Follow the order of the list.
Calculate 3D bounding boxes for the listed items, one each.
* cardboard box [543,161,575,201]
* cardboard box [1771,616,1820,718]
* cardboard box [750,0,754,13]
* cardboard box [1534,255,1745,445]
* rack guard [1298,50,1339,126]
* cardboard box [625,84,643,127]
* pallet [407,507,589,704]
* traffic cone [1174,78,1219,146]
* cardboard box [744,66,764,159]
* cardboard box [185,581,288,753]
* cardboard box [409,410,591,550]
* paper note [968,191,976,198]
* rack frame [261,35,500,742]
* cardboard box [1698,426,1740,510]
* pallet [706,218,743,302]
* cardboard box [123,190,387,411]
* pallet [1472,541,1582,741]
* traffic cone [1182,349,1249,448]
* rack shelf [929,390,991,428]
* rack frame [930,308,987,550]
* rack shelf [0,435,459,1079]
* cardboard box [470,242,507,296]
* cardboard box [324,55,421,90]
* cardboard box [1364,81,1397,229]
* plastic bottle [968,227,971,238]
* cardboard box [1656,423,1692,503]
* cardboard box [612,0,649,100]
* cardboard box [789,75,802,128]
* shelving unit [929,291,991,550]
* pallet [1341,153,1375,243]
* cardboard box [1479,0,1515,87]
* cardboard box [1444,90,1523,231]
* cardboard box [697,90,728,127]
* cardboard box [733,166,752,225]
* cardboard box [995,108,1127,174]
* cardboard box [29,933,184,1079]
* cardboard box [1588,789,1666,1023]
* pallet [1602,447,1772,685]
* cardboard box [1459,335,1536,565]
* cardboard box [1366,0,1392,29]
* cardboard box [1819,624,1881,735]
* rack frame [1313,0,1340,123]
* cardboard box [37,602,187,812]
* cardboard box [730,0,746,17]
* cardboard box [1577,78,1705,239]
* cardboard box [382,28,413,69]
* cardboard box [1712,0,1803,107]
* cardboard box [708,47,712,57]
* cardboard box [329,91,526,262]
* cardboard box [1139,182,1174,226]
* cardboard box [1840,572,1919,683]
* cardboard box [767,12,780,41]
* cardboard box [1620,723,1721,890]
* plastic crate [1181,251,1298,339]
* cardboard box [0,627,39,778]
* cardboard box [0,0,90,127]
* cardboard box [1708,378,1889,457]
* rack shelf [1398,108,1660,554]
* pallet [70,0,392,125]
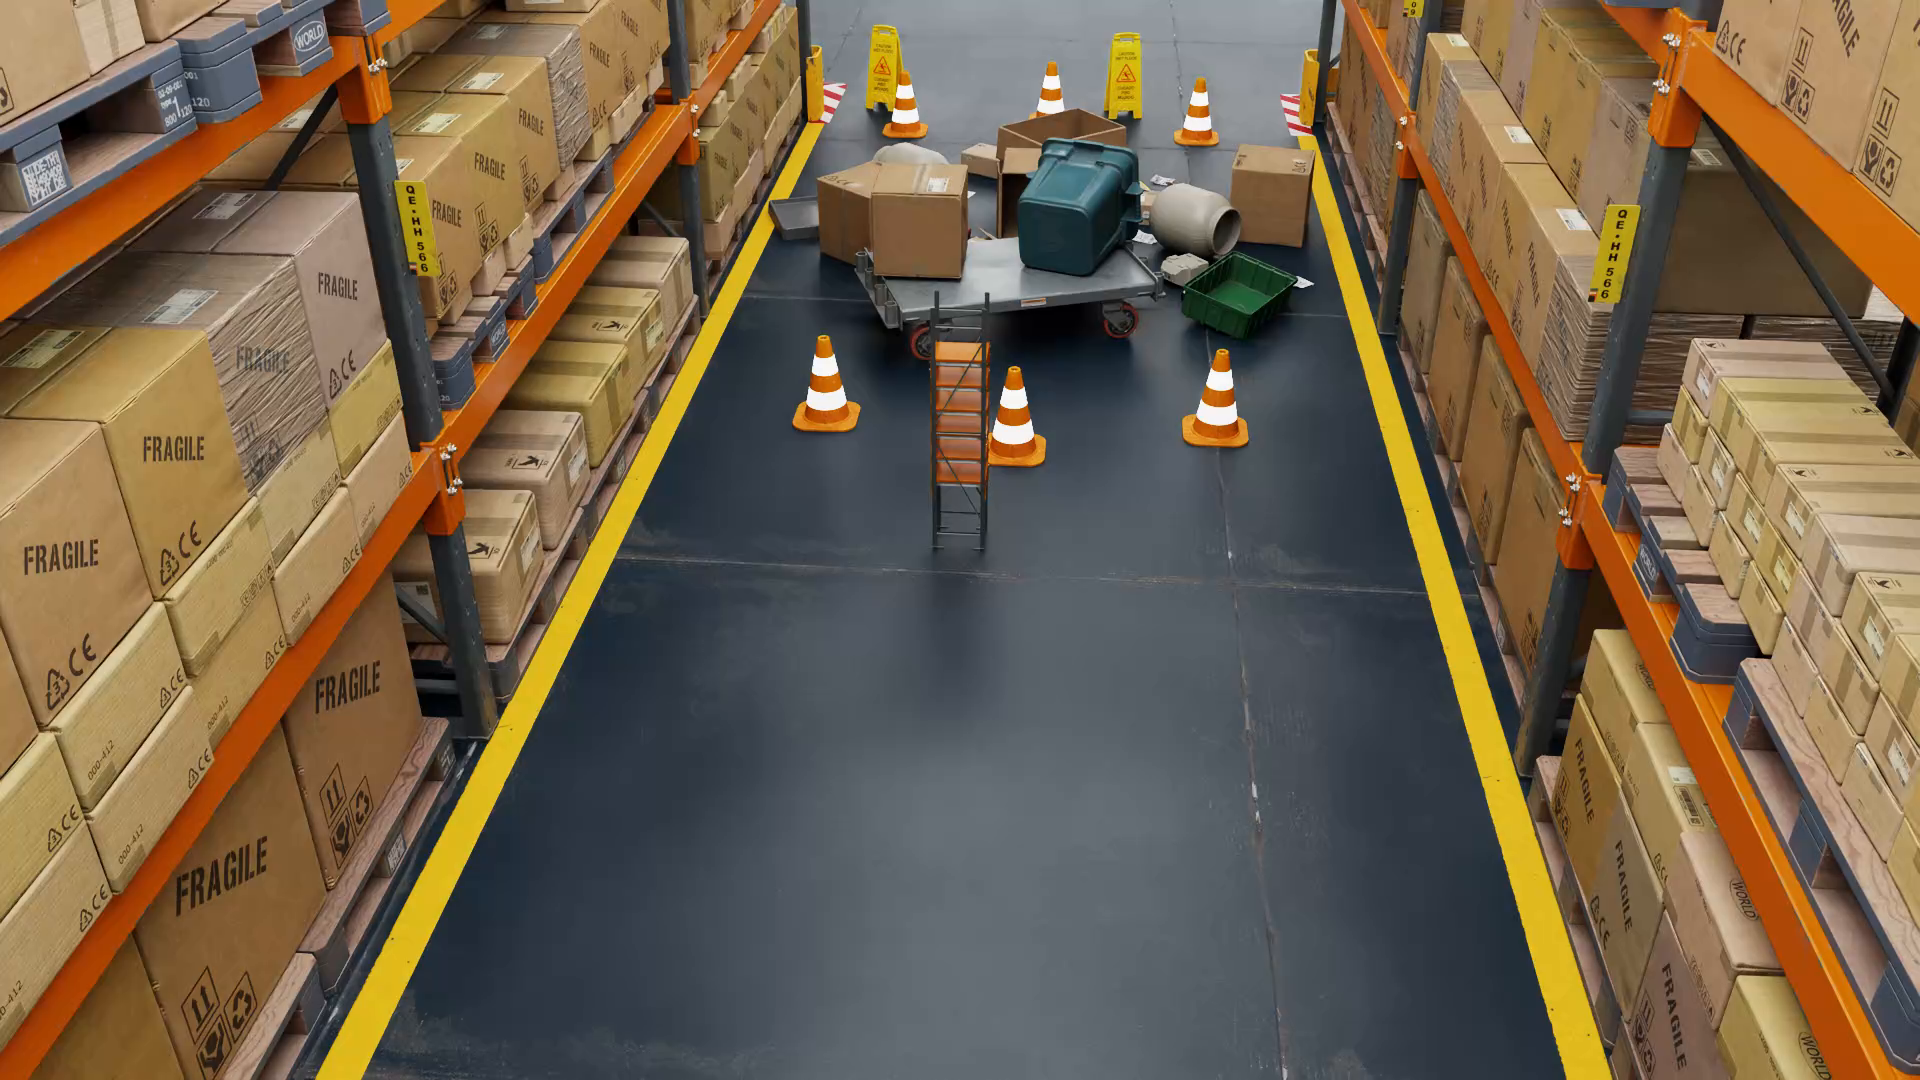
[{"bbox_3d":[-1.934,-1.621,7.361,0.380,0.149,0.250,3,32,6],"label":"cardboard box"},{"bbox_3d":[2.296,0.330,4.195,0.380,0.149,0.250,3,32,6],"label":"cardboard box"},{"bbox_3d":[-1.548,-3.481,10.779,0.380,0.149,0.250,2,32,4],"label":"cardboard box"},{"bbox_3d":[2.386,-0.675,5.891,0.500,0.500,0.500,2,32,4],"label":"cardboard box"},{"bbox_3d":[3.270,-3.517,12.981,1.175,0.500,0.348,2,32,4],"label":"rack guard"},{"bbox_3d":[-1.791,-2.153,8.224,0.380,0.149,0.250,2,32,3],"label":"cardboard box"},{"bbox_3d":[-2.260,0.234,7.169,1.003,0.211,1.213,2,32,4],"label":"pallet"},{"bbox_3d":[1.809,-3.272,12.618,0.336,0.463,0.334,2,32,4],"label":"traffic cone"},{"bbox_3d":[-1.607,-2.812,10.959,0.500,0.500,0.500,4,32,7],"label":"cardboard box"},{"bbox_3d":[-2.191,0.326,4.506,0.500,0.250,0.500,2,32,3],"label":"cardboard box"},{"bbox_3d":[-2.217,-0.285,7.459,0.950,0.372,0.625,2,32,3],"label":"cardboard box"},{"bbox_3d":[0.014,-2.441,11.694,0.148,0.019,0.142,14,34,21],"label":"paper note"},{"bbox_3d":[-2.325,-0.544,5.774,1.000,3.000,0.127,2,32,4],"label":"rack frame"},{"bbox_3d":[2.357,-0.198,4.768,0.380,0.149,0.250,4,32,6],"label":"cardboard box"},{"bbox_3d":[-1.980,-1.801,10.472,1.003,0.211,1.213,2,32,4],"label":"pallet"},{"bbox_3d":[-2.107,-0.731,5.029,0.500,0.500,0.500,2,32,3],"label":"cardboard box"},{"bbox_3d":[2.756,0.392,6.912,1.003,0.211,1.213,2,32,4],"label":"pallet"},{"bbox_3d":[1.328,-0.760,8.543,0.336,0.463,0.334,2,32,4],"label":"traffic cone"},{"bbox_3d":[0.001,-0.583,7.408,0.258,0.103,0.180,2,32,4],"label":"rack shelf"},{"bbox_3d":[-0.006,-0.471,7.370,0.240,1.200,0.006,2,32,4],"label":"rack frame"},{"bbox_3d":[-2.488,0.808,4.266,1.077,0.370,4.000,2,32,4],"label":"rack shelf"},{"bbox_3d":[-1.989,-1.066,6.459,0.380,0.149,0.250,0,32,1],"label":"cardboard box"},{"bbox_3d":[-2.494,-1.677,6.832,0.500,0.500,0.500,0,32,1],"label":"cardboard box"},{"bbox_3d":[3.133,-2.549,10.652,0.875,0.875,0.875,3,32,4],"label":"cardboard box"},{"bbox_3d":[-0.025,-1.980,10.904,0.133,0.061,0.283,8,32,12],"label":"plastic bottle"},{"bbox_3d":[2.379,-0.232,5.107,0.380,0.149,0.250,2,32,3],"label":"cardboard box"},{"bbox_3d":[-1.847,-2.473,8.125,0.500,0.500,0.500,3,32,4],"label":"cardboard box"},{"bbox_3d":[-1.473,-3.289,12.448,0.500,0.250,0.500,2,32,4],"label":"cardboard box"},{"bbox_3d":[0.001,-0.518,7.447,0.258,1.200,0.189,2,32,4],"label":"shelving unit"},{"bbox_3d":[3.179,-2.324,11.320,1.003,0.211,1.213,2,32,4],"label":"pallet"},{"bbox_3d":[2.868,-2.417,7.764,0.700,0.500,0.500,2,32,3],"label":"cardboard box"},{"bbox_3d":[2.548,-1.731,7.604,0.500,0.500,0.500,2,32,4],"label":"cardboard box"},{"bbox_3d":[-1.612,-2.599,9.996,0.380,0.149,0.250,3,32,5],"label":"cardboard box"},{"bbox_3d":[-1.650,-2.221,10.715,0.500,0.250,0.500,4,32,7],"label":"cardboard box"},{"bbox_3d":[0.706,-2.638,11.551,0.797,0.503,0.637,-20,37,-29],"label":"cardboard box"},{"bbox_3d":[-2.614,1.473,4.126,0.875,0.875,0.875,3,32,5],"label":"cardboard box"},{"bbox_3d":[2.267,1.122,5.053,0.500,0.500,0.500,3,32,5],"label":"cardboard box"},{"bbox_3d":[2.665,0.073,4.955,1.213,0.211,1.003,2,32,4],"label":"pallet"},{"bbox_3d":[2.824,-0.379,7.249,1.050,0.750,0.750,3,32,5],"label":"cardboard box"},{"bbox_3d":[3.087,-3.582,10.560,0.875,0.550,0.500,2,32,4],"label":"cardboard box"},{"bbox_3d":[2.274,0.334,3.905,0.380,0.149,0.250,2,32,4],"label":"cardboard box"},{"bbox_3d":[3.268,-4.569,12.305,1.000,3.000,0.127,2,32,4],"label":"rack frame"},{"bbox_3d":[-2.213,0.379,3.942,0.500,0.250,0.500,2,32,2],"label":"cardboard box"},{"bbox_3d":[-1.614,-3.549,10.270,0.500,0.500,0.500,2,32,4],"label":"cardboard box"},{"bbox_3d":[2.703,-1.353,6.038,0.700,0.500,0.500,2,32,3],"label":"cardboard box"},{"bbox_3d":[-2.473,-2.036,6.797,0.380,0.149,0.250,1,32,2],"label":"cardboard box"},{"bbox_3d":[2.305,-1.418,4.237,0.500,0.500,0.500,2,32,4],"label":"cardboard box"},{"bbox_3d":[-1.694,-2.954,9.924,0.380,0.149,0.250,2,32,4],"label":"cardboard box"},{"bbox_3d":[-2.022,-1.390,6.368,0.500,0.500,0.500,4,32,7],"label":"cardboard box"},{"bbox_3d":[1.247,-2.291,11.214,0.396,0.266,0.258,8,32,12],"label":"cardboard box"},{"bbox_3d":[2.281,0.210,3.822,0.380,0.149,0.250,3,32,5],"label":"cardboard box"},{"bbox_3d":[-1.466,-3.575,11.579,0.380,0.149,0.250,3,32,5],"label":"cardboard box"},{"bbox_3d":[2.278,0.796,4.867,0.500,0.250,0.500,2,32,3],"label":"cardboard box"},{"bbox_3d":[1.651,-1.451,9.872,0.450,0.188,0.662,29,41,23],"label":"plastic crate"},{"bbox_3d":[-2.271,0.332,3.304,0.500,0.500,0.500,2,32,3],"label":"cardboard box"},{"bbox_3d":[-2.180,-1.109,3.335,0.500,0.500,0.500,3,32,4],"label":"cardboard box"},{"bbox_3d":[2.367,-0.337,4.709,0.380,0.149,0.250,2,32,3],"label":"cardboard box"},{"bbox_3d":[2.779,-1.125,7.402,1.077,0.370,4.000,2,32,4],"label":"rack shelf"},{"bbox_3d":[-2.325,-1.402,4.487,1.213,0.211,1.003,4,32,6],"label":"pallet"}]
